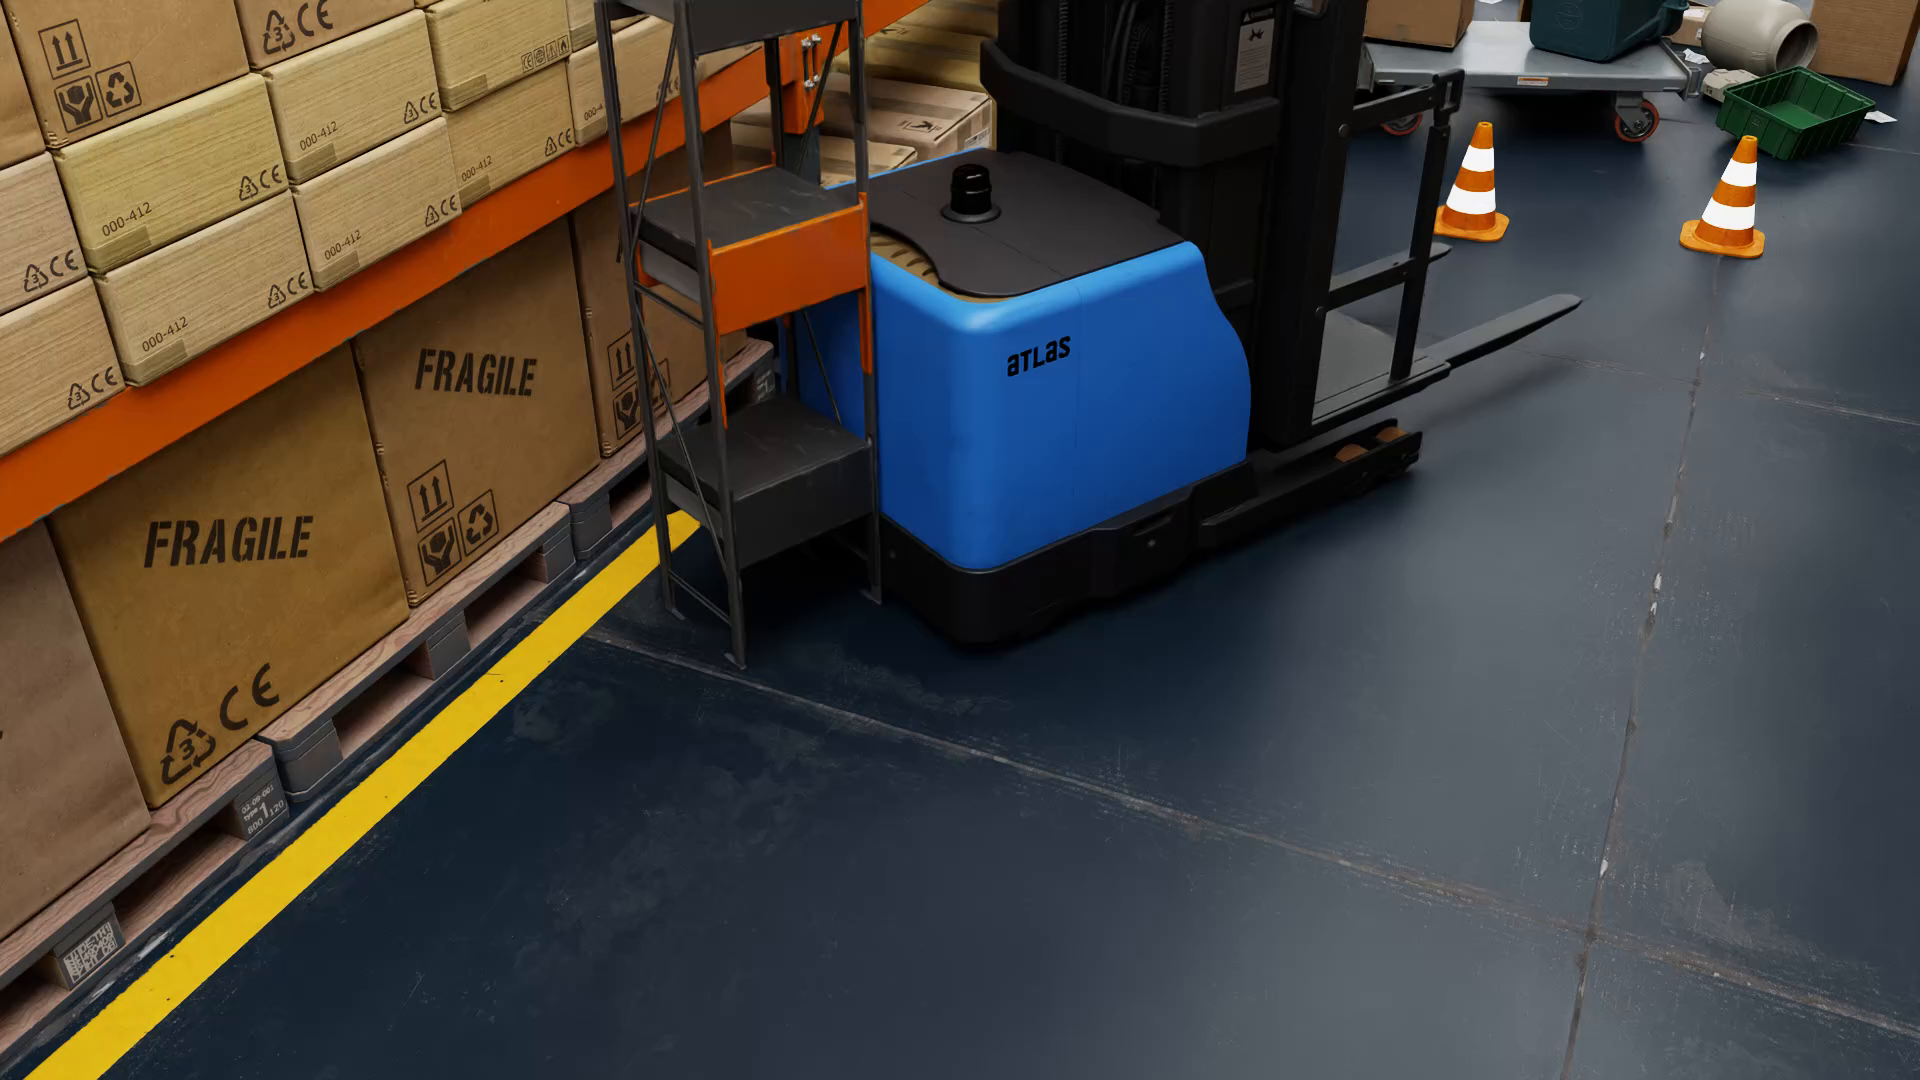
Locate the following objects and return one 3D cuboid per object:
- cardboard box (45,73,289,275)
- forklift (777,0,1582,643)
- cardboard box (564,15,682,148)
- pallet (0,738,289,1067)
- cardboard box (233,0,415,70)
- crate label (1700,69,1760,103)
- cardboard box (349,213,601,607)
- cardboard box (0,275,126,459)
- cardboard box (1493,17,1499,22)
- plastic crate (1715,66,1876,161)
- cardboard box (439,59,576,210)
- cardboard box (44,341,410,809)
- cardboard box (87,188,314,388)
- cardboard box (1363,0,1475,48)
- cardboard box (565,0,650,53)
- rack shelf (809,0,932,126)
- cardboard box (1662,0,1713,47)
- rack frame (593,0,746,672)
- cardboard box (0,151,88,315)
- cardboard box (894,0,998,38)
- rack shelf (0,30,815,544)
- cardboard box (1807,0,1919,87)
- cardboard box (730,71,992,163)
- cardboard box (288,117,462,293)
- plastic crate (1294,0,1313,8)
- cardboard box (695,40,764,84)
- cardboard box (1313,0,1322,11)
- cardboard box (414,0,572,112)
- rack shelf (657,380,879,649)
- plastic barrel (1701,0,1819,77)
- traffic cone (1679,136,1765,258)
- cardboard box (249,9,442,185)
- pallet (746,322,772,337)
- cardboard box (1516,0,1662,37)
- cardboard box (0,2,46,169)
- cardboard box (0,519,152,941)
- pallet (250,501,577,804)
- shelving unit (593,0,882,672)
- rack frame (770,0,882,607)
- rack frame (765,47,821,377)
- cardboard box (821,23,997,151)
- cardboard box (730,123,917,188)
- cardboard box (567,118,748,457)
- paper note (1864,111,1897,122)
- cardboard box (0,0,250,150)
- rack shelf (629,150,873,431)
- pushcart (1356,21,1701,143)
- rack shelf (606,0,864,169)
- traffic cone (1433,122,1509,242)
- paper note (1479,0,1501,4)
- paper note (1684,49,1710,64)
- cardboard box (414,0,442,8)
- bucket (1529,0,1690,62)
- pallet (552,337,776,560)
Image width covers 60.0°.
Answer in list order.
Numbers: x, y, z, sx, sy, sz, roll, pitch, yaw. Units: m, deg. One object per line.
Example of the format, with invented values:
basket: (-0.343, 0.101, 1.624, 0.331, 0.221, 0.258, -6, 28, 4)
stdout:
cardboard box: (-1.768, -0.793, 3.405, 0.500, 0.250, 0.500, 15, 36, 21)
forklift: (0.919, -1.582, 4.989, 3.031, 2.935, 1.130, -23, 39, -30)
cardboard box: (-1.138, -1.341, 4.697, 0.500, 0.250, 0.500, 15, 36, 21)
pallet: (-2.382, 0.783, 3.863, 1.003, 0.211, 1.213, 14, 36, 20)
cardboard box: (-1.581, -1.362, 3.589, 0.500, 0.500, 0.500, 14, 36, 20)
crate label: (4.073, -2.384, 8.761, 0.298, 0.136, 0.250, -9, 34, -13)
cardboard box: (-1.704, -0.492, 4.820, 0.875, 0.875, 0.875, 15, 36, 21)
cardboard box: (-1.997, -0.335, 3.162, 0.500, 0.250, 0.500, 13, 36, 19)
cardboard box: (3.001, -2.736, 9.180, 0.258, 0.266, 0.396, -9, 34, -13)
plastic crate: (4.132, -2.116, 8.253, 0.662, 0.188, 0.450, -21, 49, -29)
cardboard box: (-1.363, -1.094, 4.320, 0.500, 0.250, 0.500, 14, 36, 20)
cardboard box: (-2.079, -0.047, 4.141, 0.875, 0.875, 0.875, 15, 36, 22)
cardboard box: (-1.769, -0.587, 3.546, 0.500, 0.250, 0.500, 14, 36, 20)
cardboard box: (2.340, -2.844, 8.440, 0.500, 0.500, 0.500, 14, 36, 20)
cardboard box: (-1.146, -1.564, 4.581, 0.500, 0.250, 0.500, 13, 36, 19)
rack shelf: (-0.126, -2.669, 7.241, 1.077, 0.370, 4.000, 14, 36, 20)
cardboard box: (4.295, -3.016, 9.607, 0.396, 0.266, 0.258, 21, 39, 28)
rack frame: (-0.739, -0.592, 4.238, 0.015, 2.100, 0.400, -25, 41, -33)
cardboard box: (-2.004, -0.548, 3.031, 0.500, 0.250, 0.500, 15, 36, 21)
cardboard box: (0.196, -2.422, 8.221, 0.950, 0.372, 0.625, 16, 37, 23)
rack shelf: (-1.800, -0.677, 4.202, 1.077, 0.370, 4.000, 14, 36, 20)
cardboard box: (4.966, -2.845, 9.130, 0.500, 0.500, 0.500, 21, 39, 28)
cardboard box: (-0.416, -1.699, 7.118, 0.950, 0.372, 0.625, 13, 36, 20)
cardboard box: (-1.551, -0.834, 3.923, 0.500, 0.250, 0.500, 14, 36, 20)
plastic crate: (2.112, -3.338, 10.269, 0.402, 0.080, 0.583, 3, 33, 4)
cardboard box: (-0.939, -1.599, 5.090, 0.500, 0.250, 0.500, 13, 35, 19)
cardboard box: (2.395, -3.143, 9.585, 0.500, 0.500, 0.500, -15, 36, -21)
cardboard box: (-1.342, -1.304, 4.185, 0.500, 0.250, 0.500, 13, 36, 19)
rack shelf: (-0.553, -0.082, 4.762, 0.480, 0.518, 0.431, -25, 41, -33)
plastic barrel: (4.330, -2.720, 9.012, 0.421, 0.421, 0.512, -15, 36, -21)
traffic cone: (3.316, -1.498, 7.113, 0.336, 0.463, 0.334, 14, 36, 20)
cardboard box: (-1.559, -1.046, 3.790, 0.500, 0.250, 0.500, 13, 35, 19)
pallet: (-0.635, -1.196, 6.882, 1.003, 0.211, 1.213, 14, 36, 20)
cardboard box: (3.565, -3.047, 9.315, 0.797, 0.637, 0.503, 14, 36, 20)
cardboard box: (-2.003, -0.854, 2.814, 0.500, 0.500, 0.500, 14, 36, 20)
cardboard box: (-2.450, 0.404, 3.452, 0.875, 0.875, 0.875, 15, 36, 22)
pallet: (-1.873, 0.173, 4.793, 1.003, 0.211, 1.213, 14, 36, 20)
shelving unit: (-0.553, -0.679, 4.370, 0.503, 2.100, 0.431, -25, 41, -33)
rack frame: (-0.367, -0.766, 4.503, 0.015, 2.100, 0.400, -25, 41, -33)
rack frame: (-0.963, -1.973, 5.524, 1.000, 3.000, 0.127, 14, 36, 20)
cardboard box: (-0.094, -2.075, 7.693, 0.950, 0.372, 0.625, 15, 36, 22)
cardboard box: (-0.717, -1.329, 6.555, 0.950, 0.372, 0.625, 12, 35, 17)
cardboard box: (-1.327, -0.936, 5.496, 0.875, 0.875, 0.875, 14, 36, 20)
paper note: (4.708, -2.182, 8.549, 0.147, 0.020, 0.142, -9, 34, -13)
cardboard box: (-1.791, -1.103, 3.194, 0.500, 0.500, 0.500, 13, 36, 19)
rack shelf: (-0.553, -0.667, 4.378, 0.480, 0.518, 0.431, -25, 41, -33)
pushcart: (2.802, -2.371, 8.522, 1.648, 0.377, 0.936, 3, 33, 4)
rack shelf: (-0.553, -1.253, 3.994, 0.480, 0.518, 0.431, -25, 41, -33)
traffic cone: (2.250, -1.592, 7.256, 0.336, 0.463, 0.334, 14, 36, 20)
paper note: (3.305, -3.395, 10.411, 0.148, 0.019, 0.142, 29, 43, 36)
paper note: (4.155, -2.732, 9.395, 0.172, 0.023, 0.155, 29, 43, 36)
cardboard box: (-1.363, -1.613, 3.971, 0.500, 0.500, 0.500, 14, 36, 21)
bucket: (3.212, -2.744, 8.298, 0.726, 0.611, 0.620, 29, 53, 36)
pallet: (-1.361, -0.432, 5.716, 1.003, 0.211, 1.213, 14, 36, 20)
